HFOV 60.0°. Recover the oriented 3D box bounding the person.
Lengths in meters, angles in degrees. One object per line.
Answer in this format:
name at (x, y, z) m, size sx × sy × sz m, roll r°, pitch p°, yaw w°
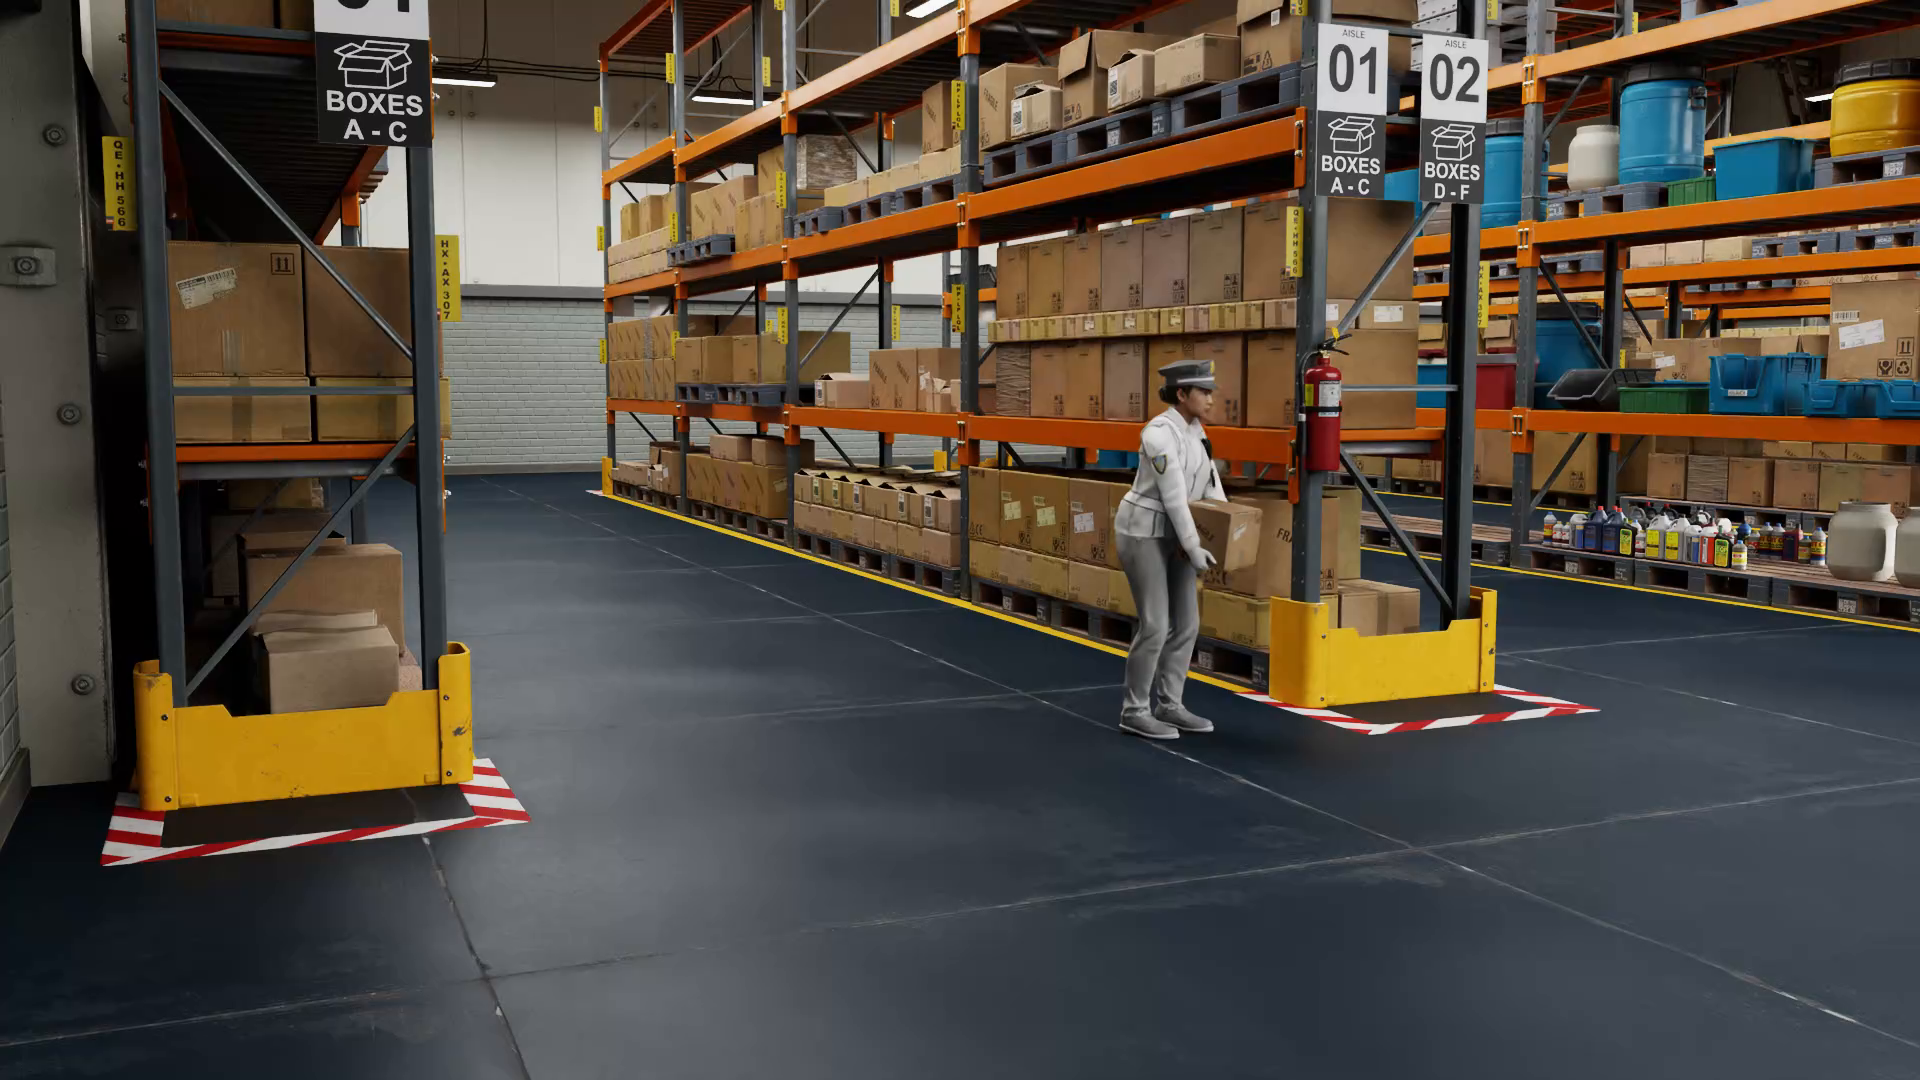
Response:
person at (0.964, 0.036, 7.266) m, size 0.561 × 1.647 × 0.418 m, roll 4°, pitch 7°, yaw 36°
